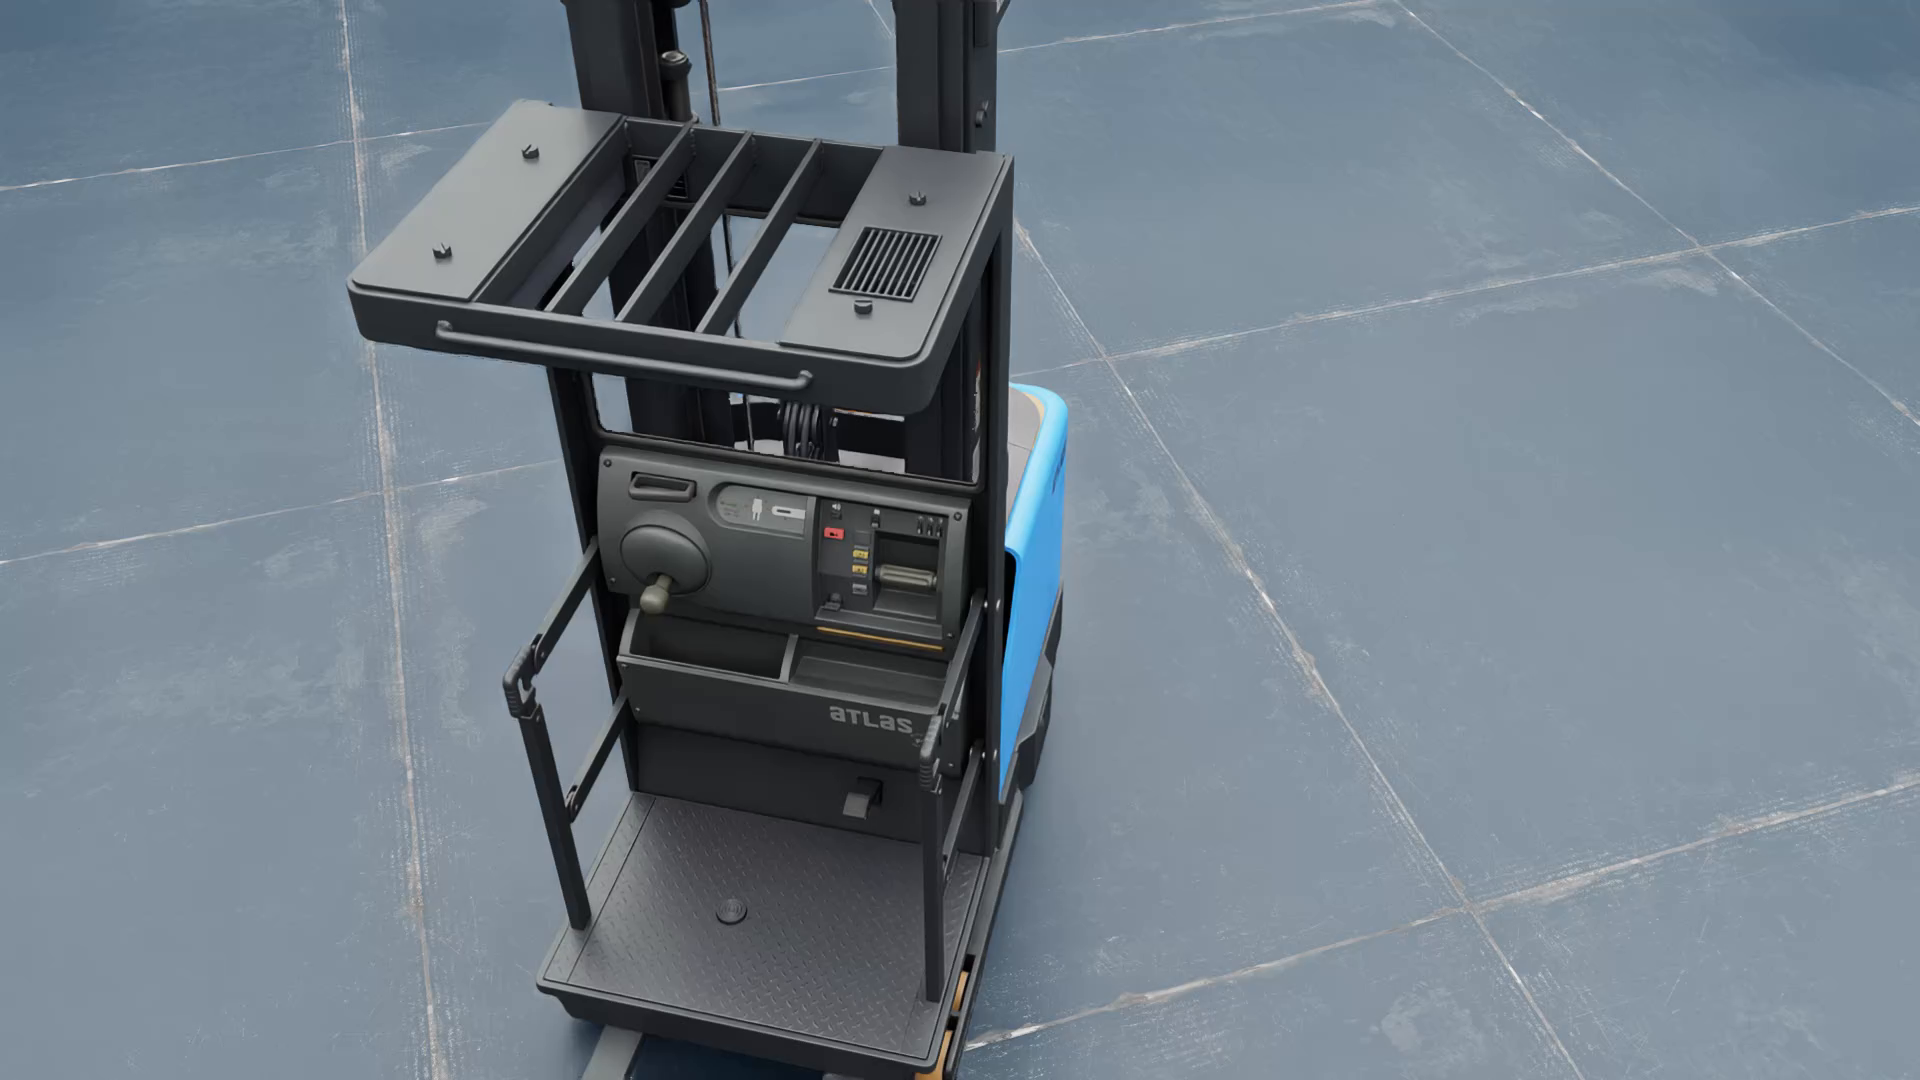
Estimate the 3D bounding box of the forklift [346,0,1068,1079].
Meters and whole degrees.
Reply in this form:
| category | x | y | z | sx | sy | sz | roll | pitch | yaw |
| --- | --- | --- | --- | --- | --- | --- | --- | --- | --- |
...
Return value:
| category | x | y | z | sx | sy | sz | roll | pitch | yaw |
| --- | --- | --- | --- | --- | --- | --- | --- | --- | --- |
| forklift | -0.487 | 0.108 | 3.898 | 1.130 | 2.935 | 3.031 | 9 | 42 | 10 |
